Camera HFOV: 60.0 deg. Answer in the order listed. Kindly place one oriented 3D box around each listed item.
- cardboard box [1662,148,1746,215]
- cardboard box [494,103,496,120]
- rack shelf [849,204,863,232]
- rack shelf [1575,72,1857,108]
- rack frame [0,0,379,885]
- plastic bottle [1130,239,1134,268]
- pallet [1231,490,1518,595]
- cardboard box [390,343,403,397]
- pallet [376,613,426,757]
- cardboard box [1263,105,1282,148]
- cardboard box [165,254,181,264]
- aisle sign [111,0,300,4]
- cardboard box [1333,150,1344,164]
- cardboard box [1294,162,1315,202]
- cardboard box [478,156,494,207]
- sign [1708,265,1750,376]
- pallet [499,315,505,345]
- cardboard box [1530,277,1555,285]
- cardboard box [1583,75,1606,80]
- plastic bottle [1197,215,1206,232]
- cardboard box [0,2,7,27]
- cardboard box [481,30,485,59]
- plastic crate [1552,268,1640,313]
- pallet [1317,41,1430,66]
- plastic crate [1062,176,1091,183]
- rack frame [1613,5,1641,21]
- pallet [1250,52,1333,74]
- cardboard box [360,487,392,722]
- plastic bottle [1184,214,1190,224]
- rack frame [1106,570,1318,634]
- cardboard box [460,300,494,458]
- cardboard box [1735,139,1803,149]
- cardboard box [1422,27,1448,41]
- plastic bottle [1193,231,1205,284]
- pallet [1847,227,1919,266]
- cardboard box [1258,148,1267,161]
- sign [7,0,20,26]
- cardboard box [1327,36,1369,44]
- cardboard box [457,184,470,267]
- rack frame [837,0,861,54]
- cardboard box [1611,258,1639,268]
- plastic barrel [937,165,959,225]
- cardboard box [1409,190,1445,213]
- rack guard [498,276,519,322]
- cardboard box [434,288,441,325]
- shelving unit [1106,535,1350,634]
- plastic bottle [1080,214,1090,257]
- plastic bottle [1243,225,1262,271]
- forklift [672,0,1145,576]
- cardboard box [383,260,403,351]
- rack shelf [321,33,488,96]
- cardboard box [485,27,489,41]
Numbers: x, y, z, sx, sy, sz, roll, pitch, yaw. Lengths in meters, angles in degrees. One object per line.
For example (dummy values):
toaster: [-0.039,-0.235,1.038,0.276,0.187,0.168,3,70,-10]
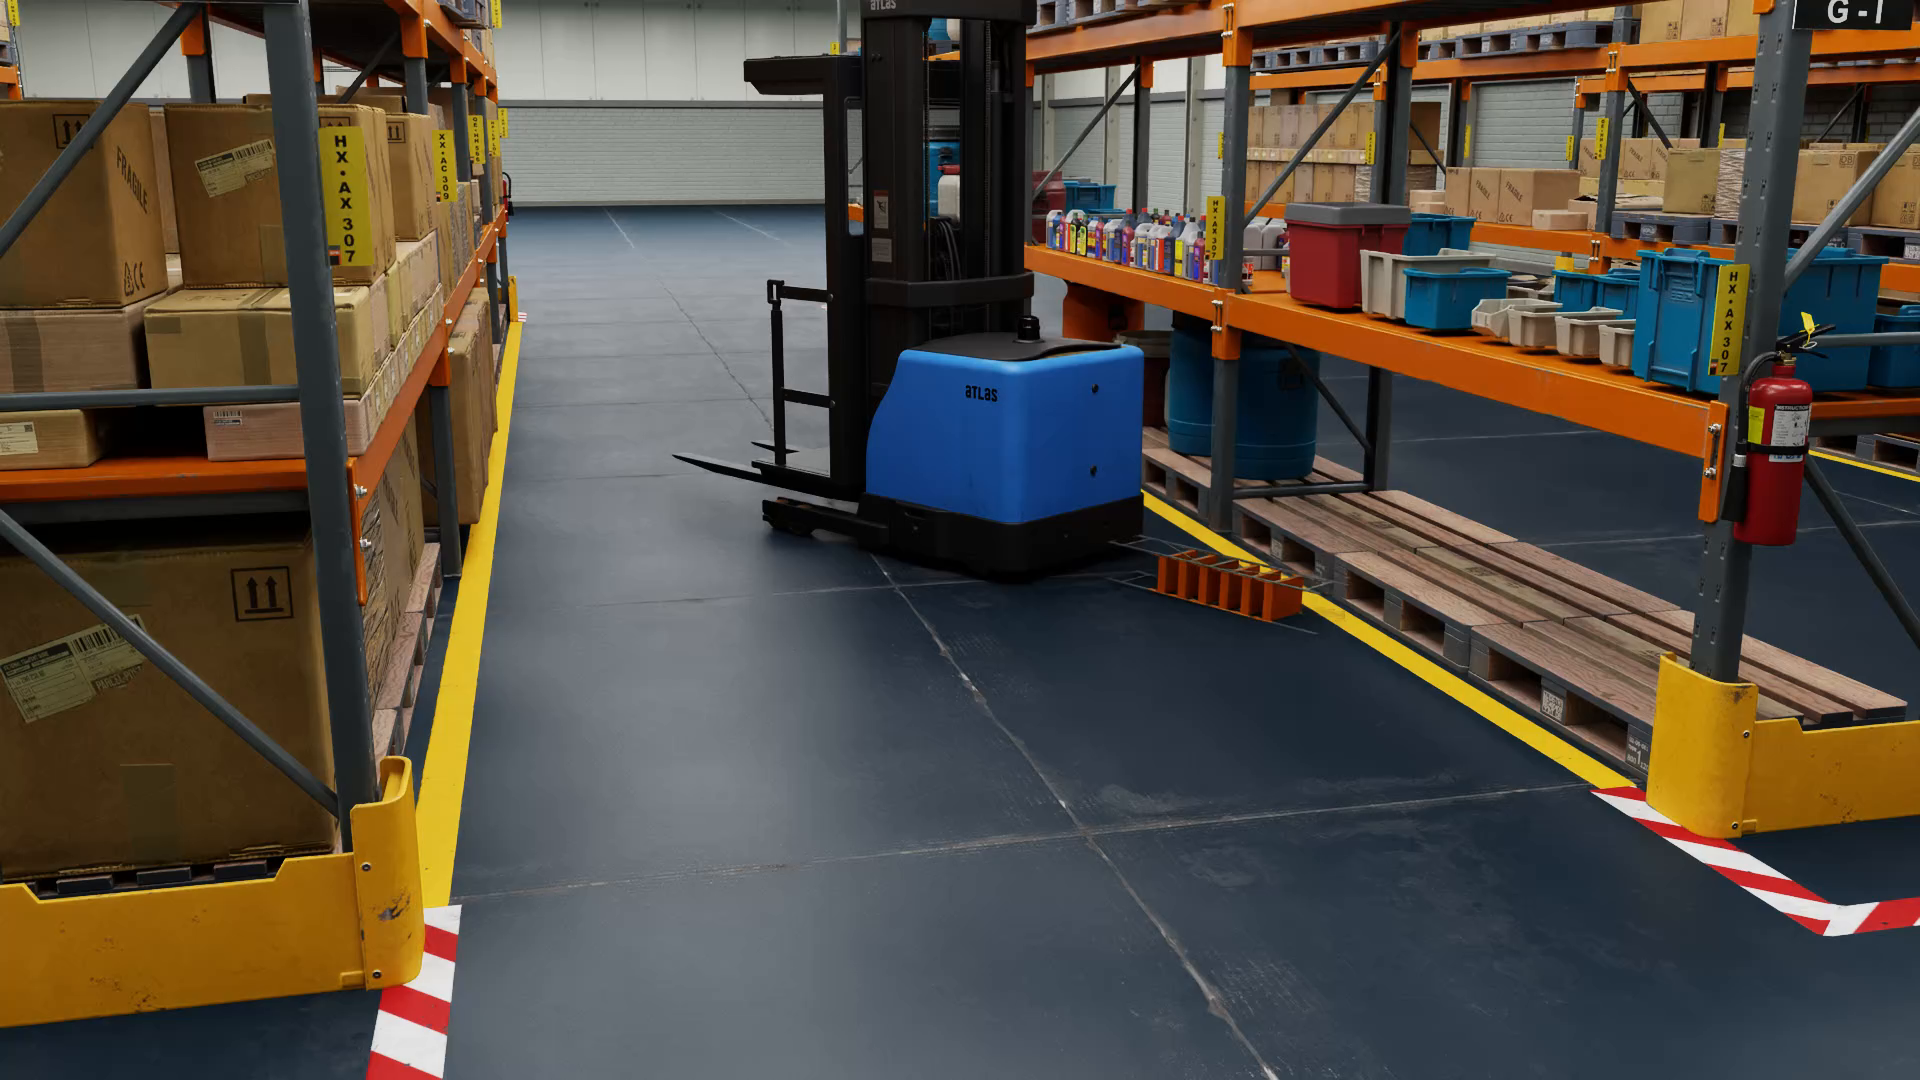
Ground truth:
cardboard box: [6.004,-2.840,13.138,0.700,0.500,0.500,-9,16,-32]
cardboard box: [-5.270,-4.472,17.966,0.500,0.500,0.500,-3,14,-13]
rack shelf: [-0.478,-3.486,18.393,1.077,0.370,4.000,-3,14,-13]
rack shelf: [9.152,-5.496,20.297,1.077,0.370,4.000,-3,14,-13]
rack frame: [-2.005,-0.330,3.958,1.000,3.000,0.127,-3,14,-13]
plastic bottle: [1.120,-1.816,10.457,0.097,0.201,0.097,0,14,0]
pallet: [2.081,-0.007,8.510,1.003,0.211,1.213,-3,14,-13]
cardboard box: [-2.010,-0.545,5.368,0.380,0.149,0.250,-4,14,-14]
pallet: [-2.551,0.564,6.176,1.003,0.211,1.213,-3,14,-13]
cardboard box: [4.106,-5.010,20.167,0.700,0.500,0.500,-4,14,-15]
cardboard box: [-2.741,-0.853,5.788,0.500,0.250,0.500,-3,14,-13]
aisle sign: [-1.696,-1.593,3.650,0.394,0.787,0.004,-3,14,-13]
cardboard box: [4.352,-4.242,18.393,0.380,0.149,0.250,-3,14,-13]
cardboard box: [4.331,-4.156,19.406,0.700,0.500,0.500,-3,14,-11]
cardboard box: [-4.868,-3.399,15.681,0.875,0.500,0.500,-3,14,-13]
sign: [2.279,-0.651,4.927,0.100,0.325,0.005,-3,14,-13]
pallet: [-5.305,-2.179,17.400,1.003,0.211,1.213,-3,14,-13]
cardboard box: [5.539,-2.362,16.001,0.500,0.311,0.500,-3,14,-14]
cardboard box: [8.518,-6.274,21.713,0.500,0.500,0.500,-3,14,-12]
plastic bottle: [1.433,-1.749,9.871,0.144,0.351,0.185,-3,14,-13]
cardboard box: [-10.221,-5.452,17.196,0.500,0.250,0.500,-3,14,-12]
cardboard box: [-4.680,-4.601,15.434,0.500,0.250,0.500,-4,14,-15]
plastic crate: [2.692,-1.002,6.935,0.416,0.233,0.300,-3,14,-13]
pallet: [4.582,-5.259,17.999,1.003,0.211,1.213,-3,14,-13]
plastic crate: [0.849,-2.873,14.230,0.402,0.464,0.583,-3,14,-13]
rack frame: [5.747,-5.641,13.056,1.000,3.000,0.127,-3,14,-13]
pallet: [4.009,-5.822,20.303,1.003,0.211,1.213,-3,14,-13]
cardboard box: [-2.446,0.145,5.605,0.875,0.875,0.875,-3,14,-13]
plastic bottle: [1.596,-2.149,11.674,0.097,0.271,0.097,0,14,0]
rack frame: [1.215,0.283,7.739,0.240,0.006,1.200,-11,19,-43]
cardboard box: [-3.540,-0.981,10.214,1.225,0.875,0.875,-3,14,-13]
cardboard box: [9.210,-4.320,18.981,0.500,0.500,0.500,-3,14,-13]
cardboard box: [4.943,-5.095,16.573,0.500,0.250,0.500,-2,14,-7]
plastic bottle: [1.365,-1.596,9.385,0.061,0.283,0.133,-3,14,-13]
pallet: [6.605,-1.901,10.793,1.003,0.211,1.213,-3,14,-13]
cardboard box: [3.873,-4.715,20.329,0.380,0.149,0.250,-3,14,-13]
sign: [-10.077,-5.644,17.689,0.100,0.325,0.005,-3,14,-13]
cardboard box: [4.258,-5.520,18.229,0.380,0.149,0.250,-3,14,-13]
cardboard box: [-3.415,-2.009,10.618,0.500,0.500,0.500,-3,14,-14]
rack frame: [-0.948,-7.211,19.484,1.000,3.000,0.127,-3,14,-13]
cardboard box: [8.757,-3.592,22.049,0.500,0.311,0.500,-5,15,-20]
plastic barrel: [0.003,-3.208,15.449,0.433,0.535,0.433,0,14,0]
cardboard box: [4.965,-3.466,17.108,0.500,0.250,0.500,-2,14,-10]
rack guard: [-5.744,-2.789,19.291,1.175,0.500,0.348,-3,14,-13]
cardboard box: [-2.493,-1.019,7.308,0.380,0.149,0.250,-3,14,-12]
shelving unit: [1.218,0.194,7.718,0.258,0.189,1.200,-11,19,-43]
plastic bottle: [0.868,-2.084,11.382,0.061,0.283,0.133,-3,14,-13]
plastic bottle: [1.767,-1.802,10.243,0.152,0.276,0.135,-3,14,-13]
forklift: [-0.447,-1.529,9.011,3.031,2.935,1.130,13,19,43]
cardboard box: [-2.098,-0.763,5.420,0.500,0.250,0.500,-4,14,-15]
rack shelf: [-4.353,-3.745,13.130,1.077,0.370,4.000,-3,14,-13]
cardboard box: [-5.095,-5.252,17.259,0.380,0.149,0.250,-4,14,-16]
